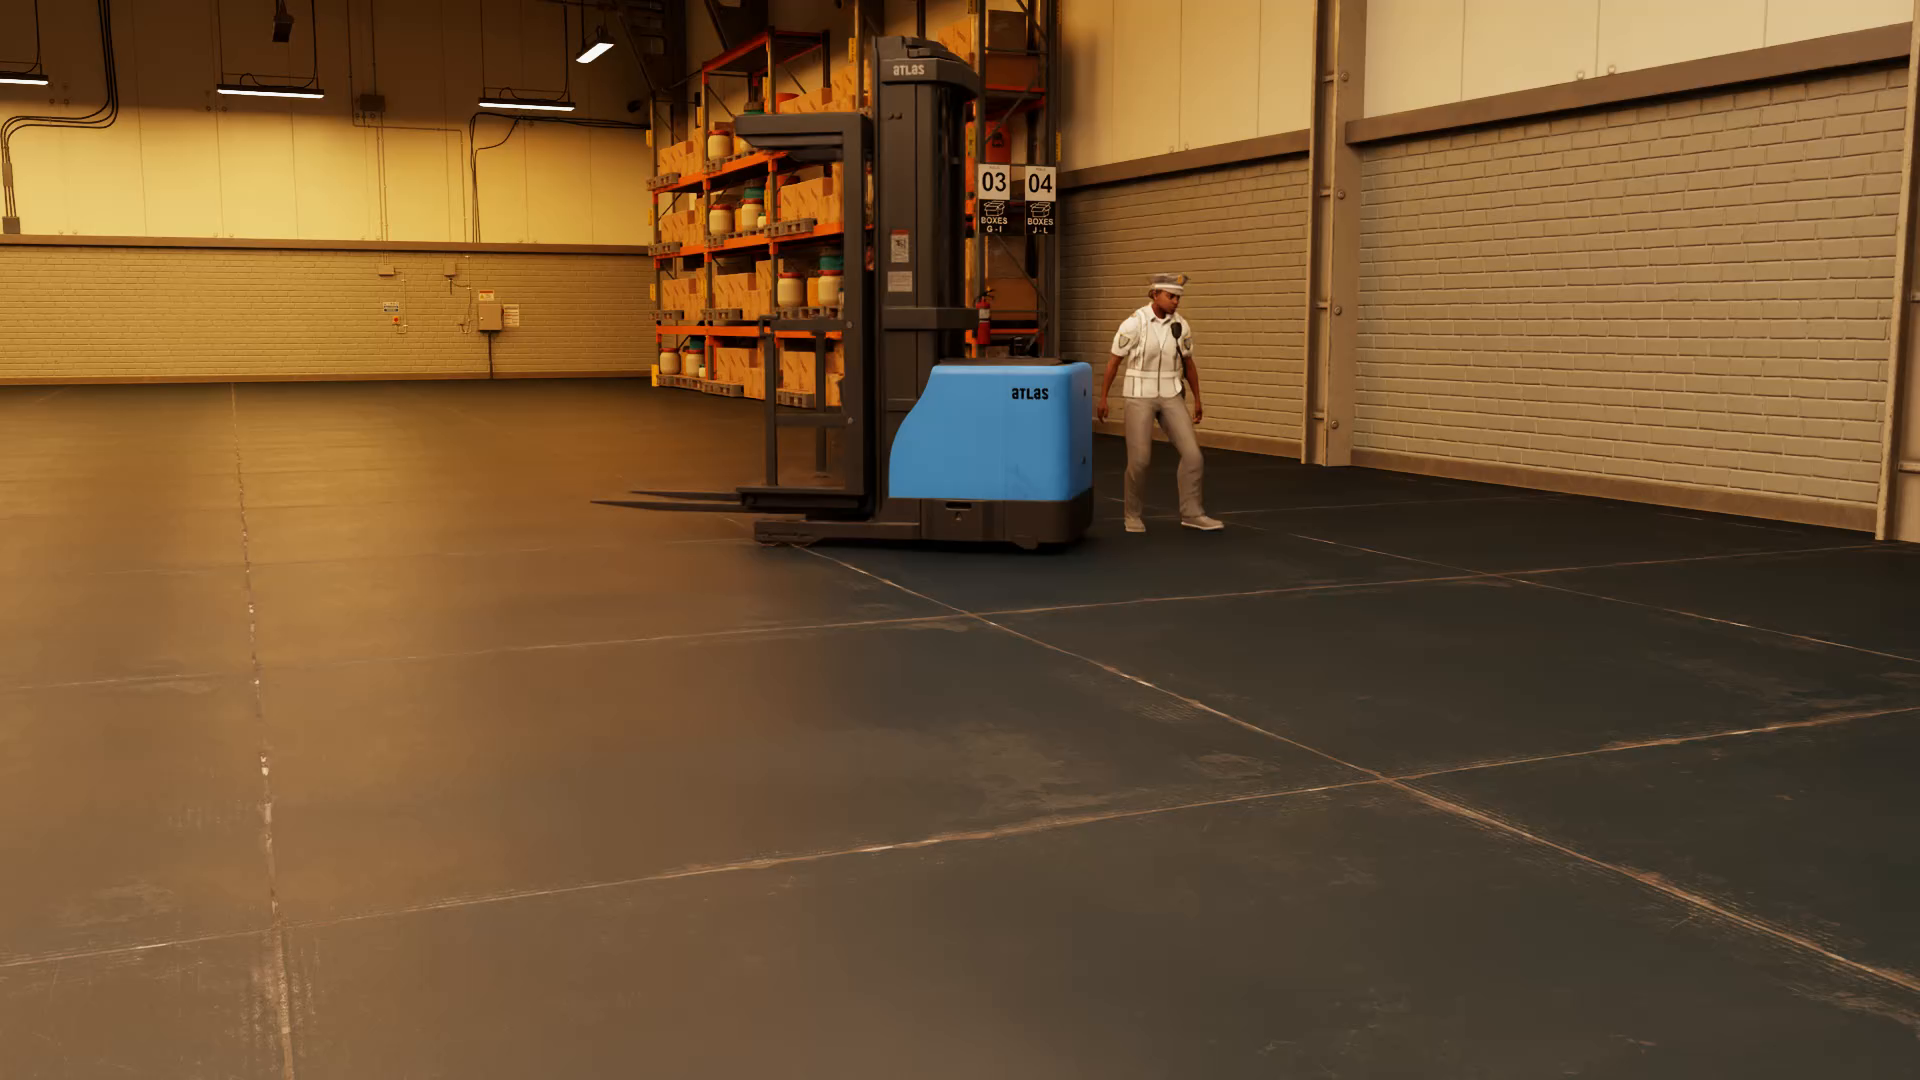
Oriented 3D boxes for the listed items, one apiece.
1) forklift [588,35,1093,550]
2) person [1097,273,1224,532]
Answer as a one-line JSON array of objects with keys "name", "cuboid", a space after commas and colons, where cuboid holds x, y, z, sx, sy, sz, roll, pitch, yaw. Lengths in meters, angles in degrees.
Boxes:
[{"name": "forklift", "cuboid": [-0.745, -1.471, 10.094, 3.031, 2.935, 1.130, 2, 8, 12]}, {"name": "person", "cuboid": [1.274, -0.865, 10.544, 0.787, 1.632, 0.404, -2, 8, -13]}]
